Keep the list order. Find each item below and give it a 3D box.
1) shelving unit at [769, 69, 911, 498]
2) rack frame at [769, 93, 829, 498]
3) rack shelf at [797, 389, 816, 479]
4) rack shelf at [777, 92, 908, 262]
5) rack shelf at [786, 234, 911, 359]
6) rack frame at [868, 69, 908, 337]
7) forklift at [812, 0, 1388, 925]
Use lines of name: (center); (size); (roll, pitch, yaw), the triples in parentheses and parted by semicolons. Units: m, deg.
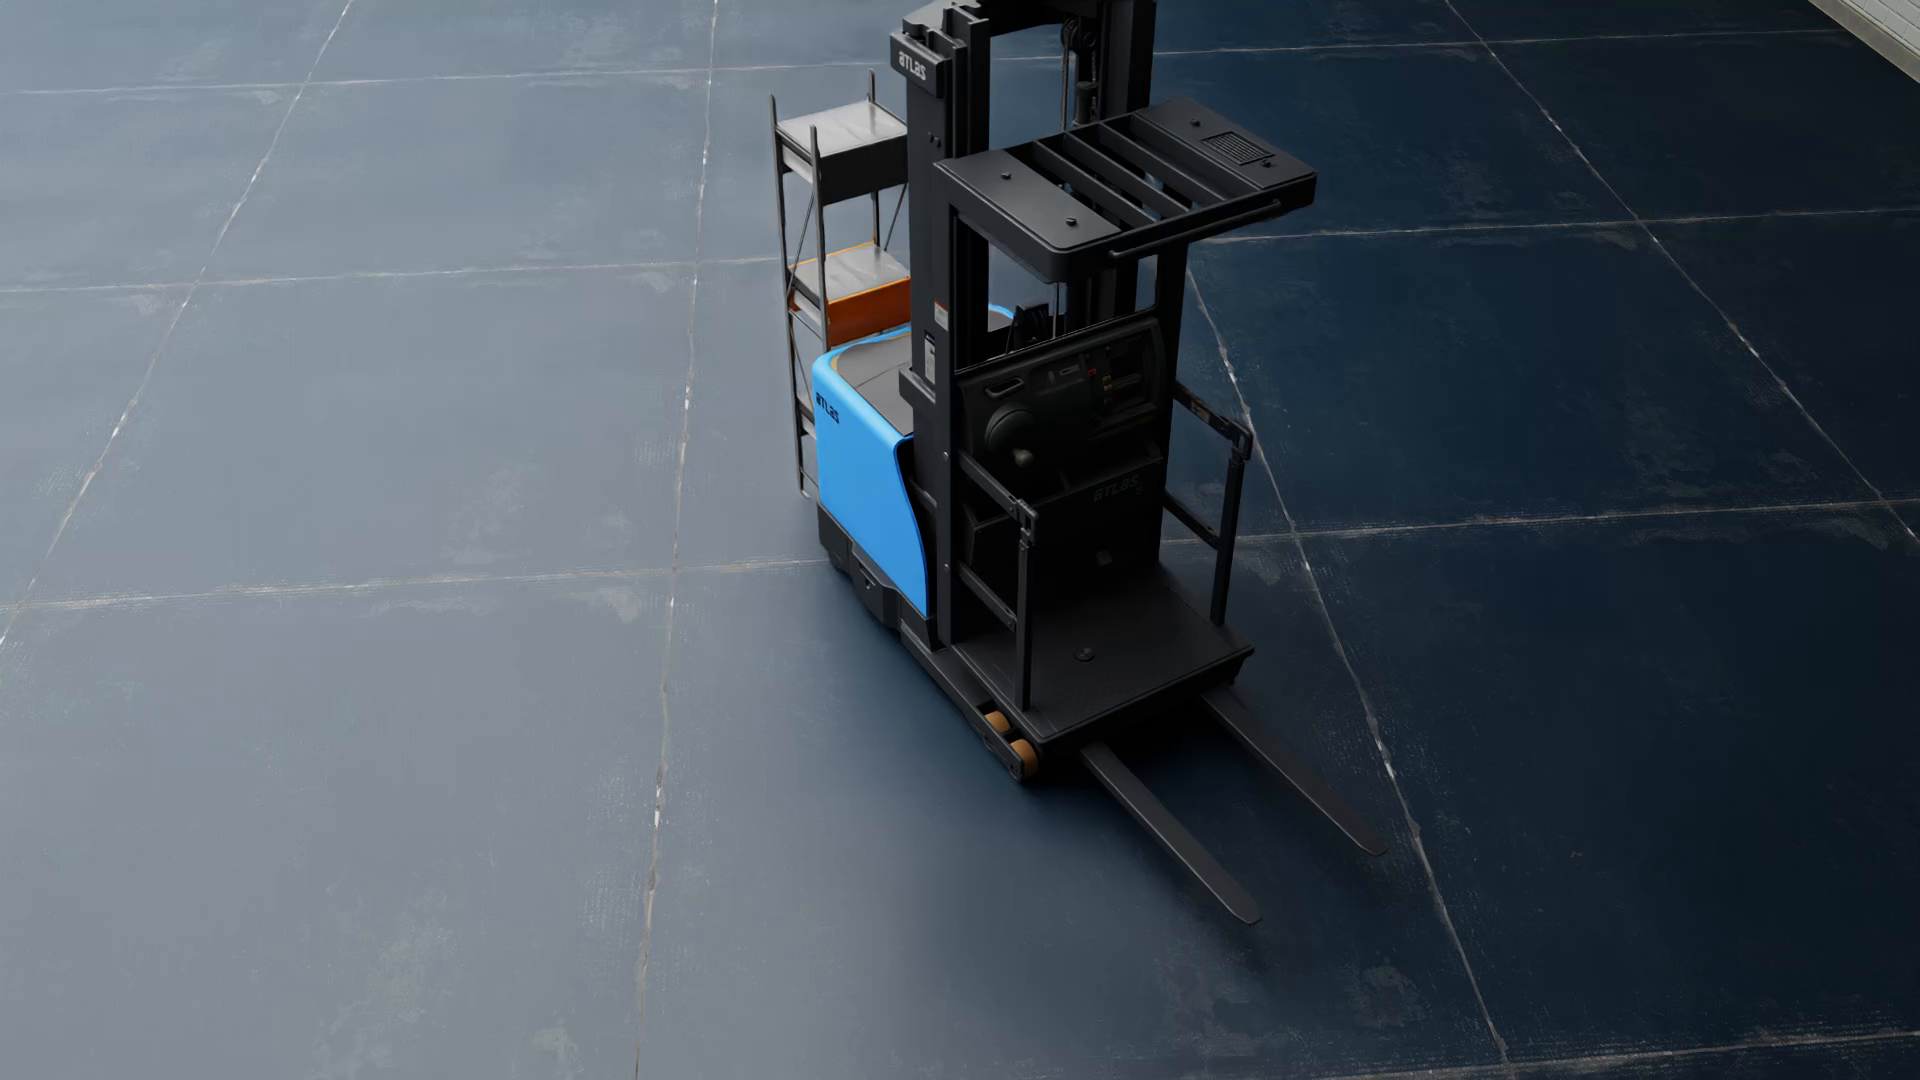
shelving unit: (-0.497, -1.059, 7.719); (0.503, 2.100, 0.431); (-22, 43, -25)
rack frame: (-0.703, -0.978, 7.616); (0.015, 2.100, 0.400); (-22, 43, -25)
rack shelf: (-0.497, -0.499, 8.161); (0.480, 0.518, 0.431); (-22, 43, -25)
rack shelf: (-0.497, -1.598, 7.294); (0.480, 0.518, 0.431); (-22, 43, -25)
rack shelf: (-0.497, -1.048, 7.728); (0.480, 0.518, 0.431); (-22, 43, -25)
rack frame: (-0.292, -1.140, 7.822); (0.015, 2.100, 0.400); (-22, 43, -25)
forklift: (0.528, -0.500, 6.340); (1.130, 2.935, 3.031); (-21, 43, -24)
